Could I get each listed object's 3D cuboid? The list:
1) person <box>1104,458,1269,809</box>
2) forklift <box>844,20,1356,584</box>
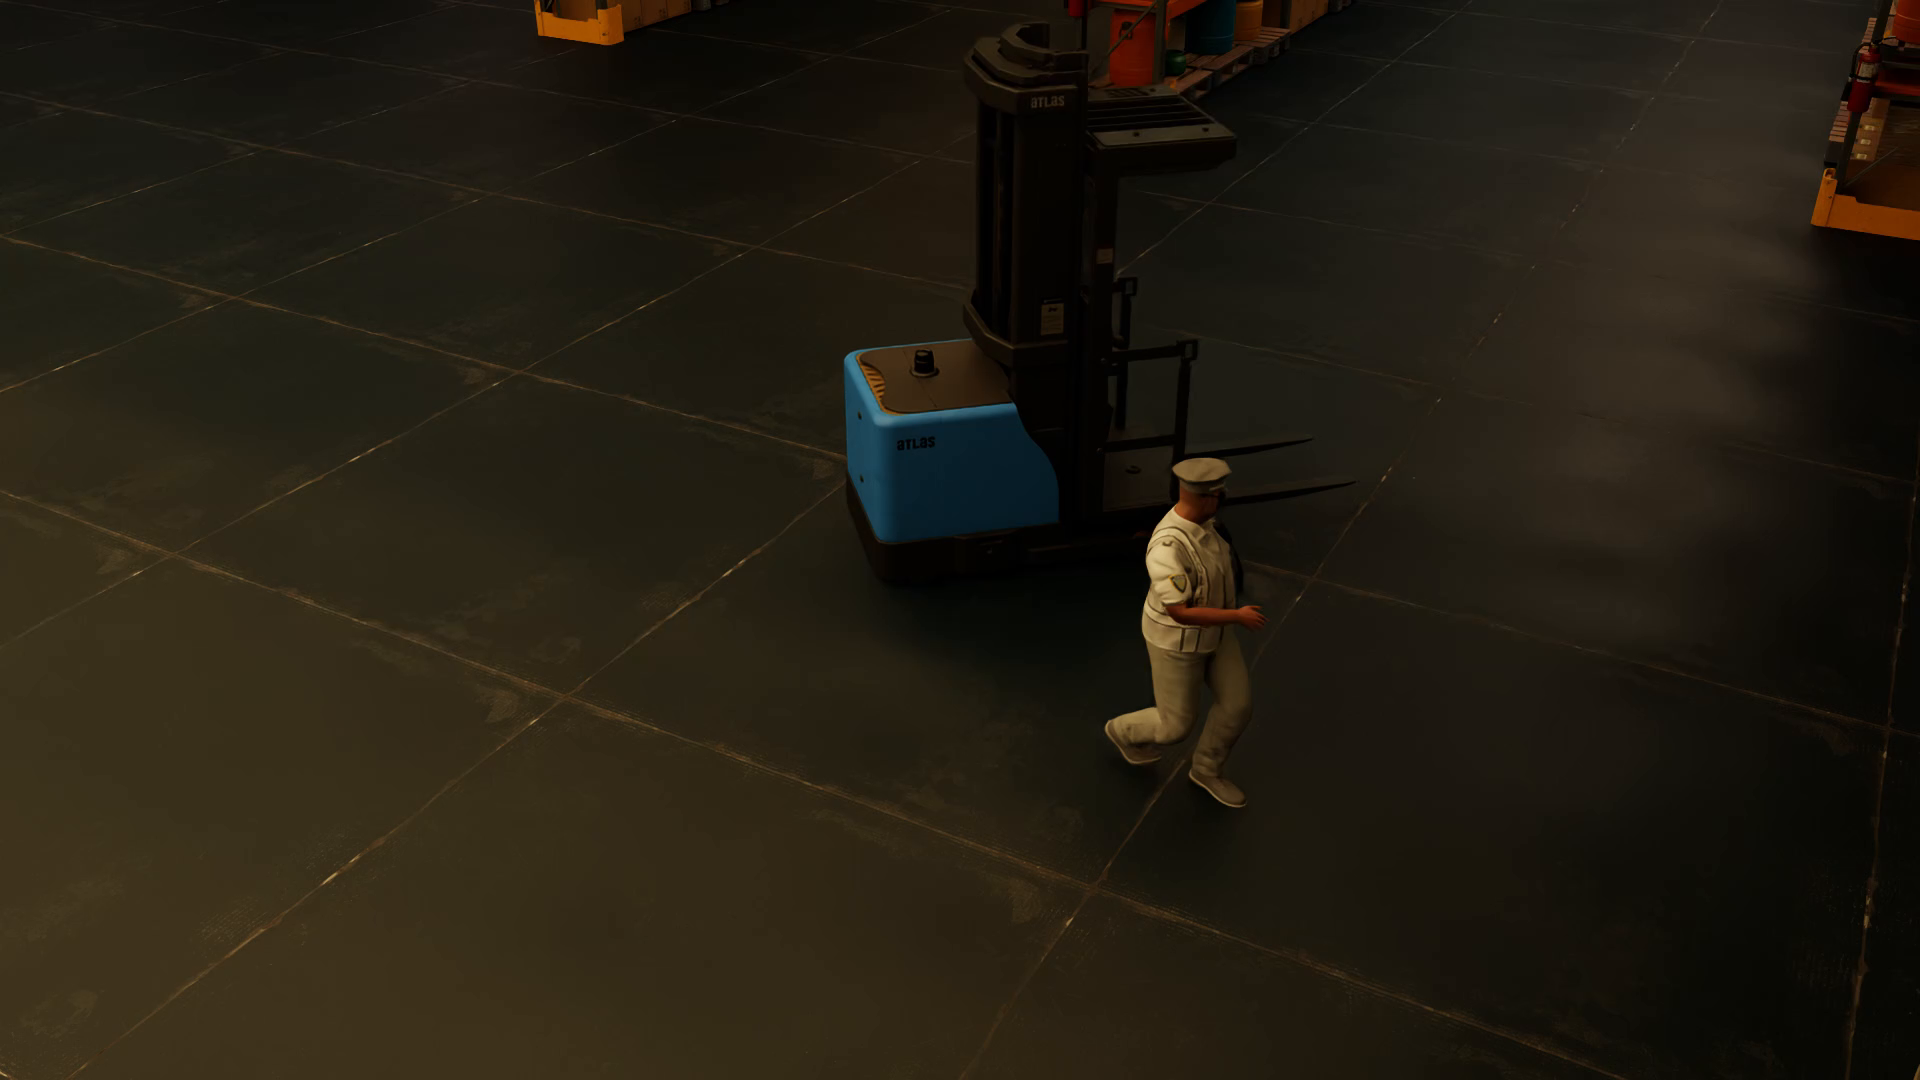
[{"bbox_3d":[1.056,0.408,7.643,0.628,1.678,0.779,-24,38,-36],"label":"person"},{"bbox_3d":[0.877,-1.408,9.510,3.031,2.935,1.130,-7,31,-12],"label":"forklift"}]
